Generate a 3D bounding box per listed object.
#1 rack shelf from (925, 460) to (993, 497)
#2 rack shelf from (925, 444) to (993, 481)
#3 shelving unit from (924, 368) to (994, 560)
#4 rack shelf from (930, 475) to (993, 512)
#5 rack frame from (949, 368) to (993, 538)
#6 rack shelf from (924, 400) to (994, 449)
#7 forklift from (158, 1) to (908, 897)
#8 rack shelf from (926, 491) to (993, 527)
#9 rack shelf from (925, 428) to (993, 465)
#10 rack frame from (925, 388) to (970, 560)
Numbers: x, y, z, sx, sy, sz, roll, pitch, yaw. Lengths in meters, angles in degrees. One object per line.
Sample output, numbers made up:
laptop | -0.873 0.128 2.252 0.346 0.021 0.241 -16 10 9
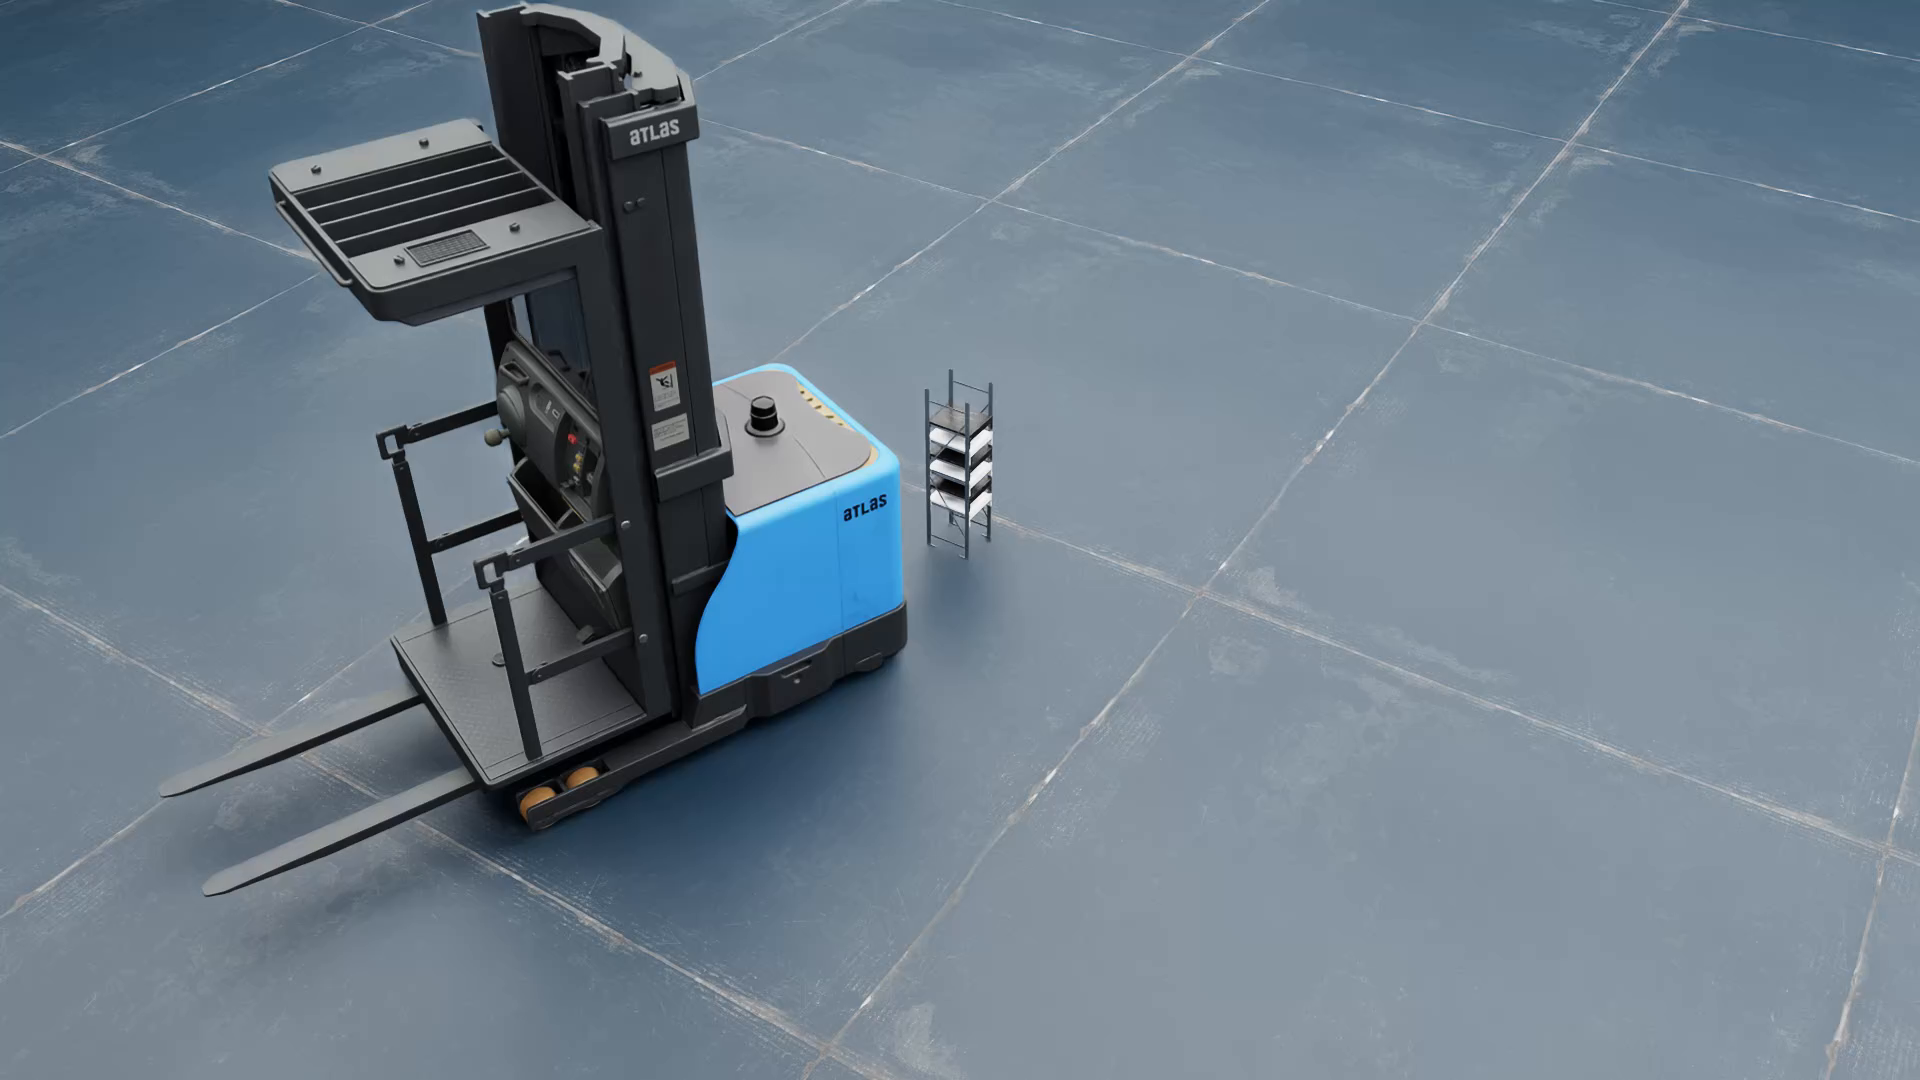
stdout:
rack shelf | -0.004 -0.326 7.930 0.258 0.077 0.200 21 42 25
rack shelf | -0.004 -0.397 7.875 0.258 0.077 0.200 21 42 25
shelving unit | -0.004 -0.352 7.909 0.258 0.900 0.210 21 42 25
rack shelf | -0.004 -0.255 7.985 0.258 0.077 0.200 21 42 25
rack frame | 0.050 -0.405 7.977 0.240 0.900 0.006 21 42 25
rack shelf | -0.004 -0.540 7.765 0.258 0.077 0.200 21 42 25
forklift | -1.734 -0.370 6.269 3.031 2.935 1.130 -23 43 -27
rack shelf | -0.004 -0.183 8.040 0.258 0.077 0.200 21 42 25
rack shelf | -0.004 -0.468 7.820 0.258 0.077 0.200 21 42 25
rack frame | -0.059 -0.300 7.841 0.240 0.900 0.006 21 42 25
